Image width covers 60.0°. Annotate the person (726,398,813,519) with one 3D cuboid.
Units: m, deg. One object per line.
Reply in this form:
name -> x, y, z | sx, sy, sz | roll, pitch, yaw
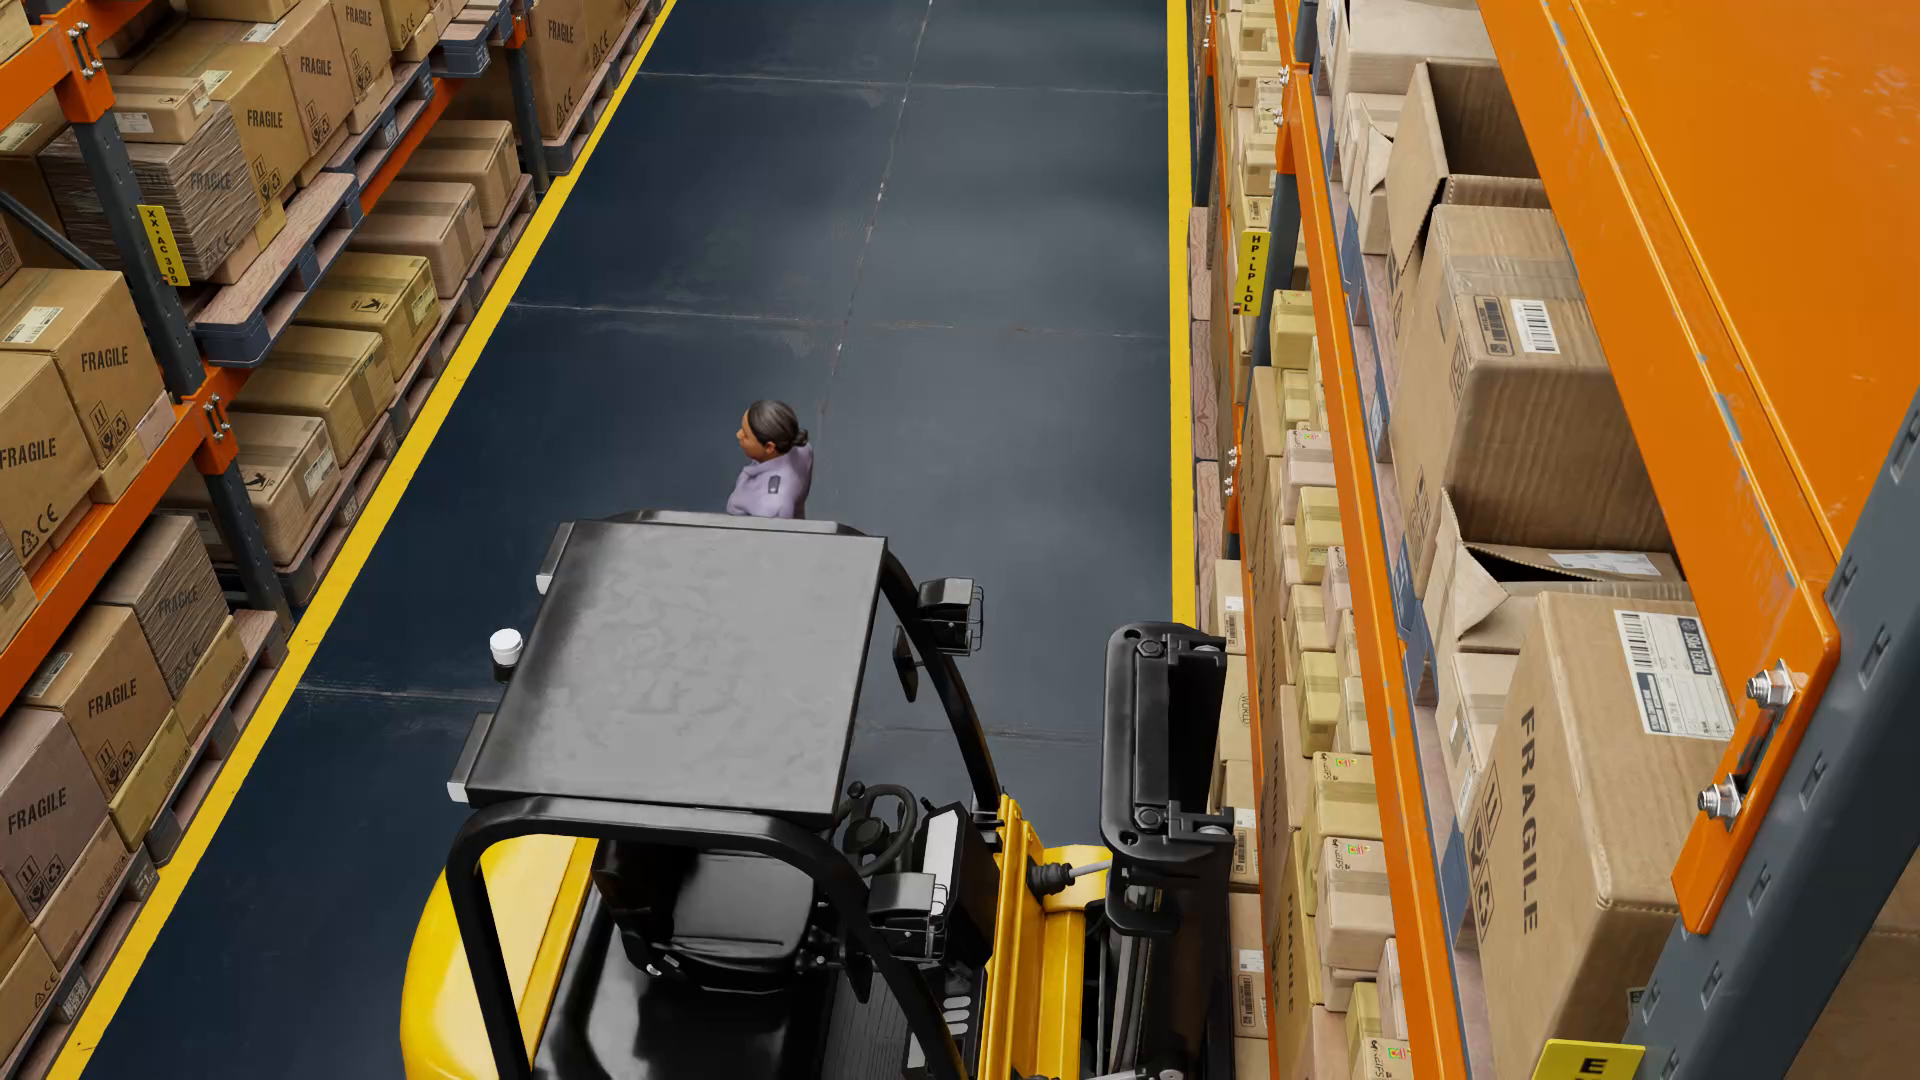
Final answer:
person -> -0.710, 0.148, 6.286 | 0.422, 1.646, 0.470 | 4, 40, 5
